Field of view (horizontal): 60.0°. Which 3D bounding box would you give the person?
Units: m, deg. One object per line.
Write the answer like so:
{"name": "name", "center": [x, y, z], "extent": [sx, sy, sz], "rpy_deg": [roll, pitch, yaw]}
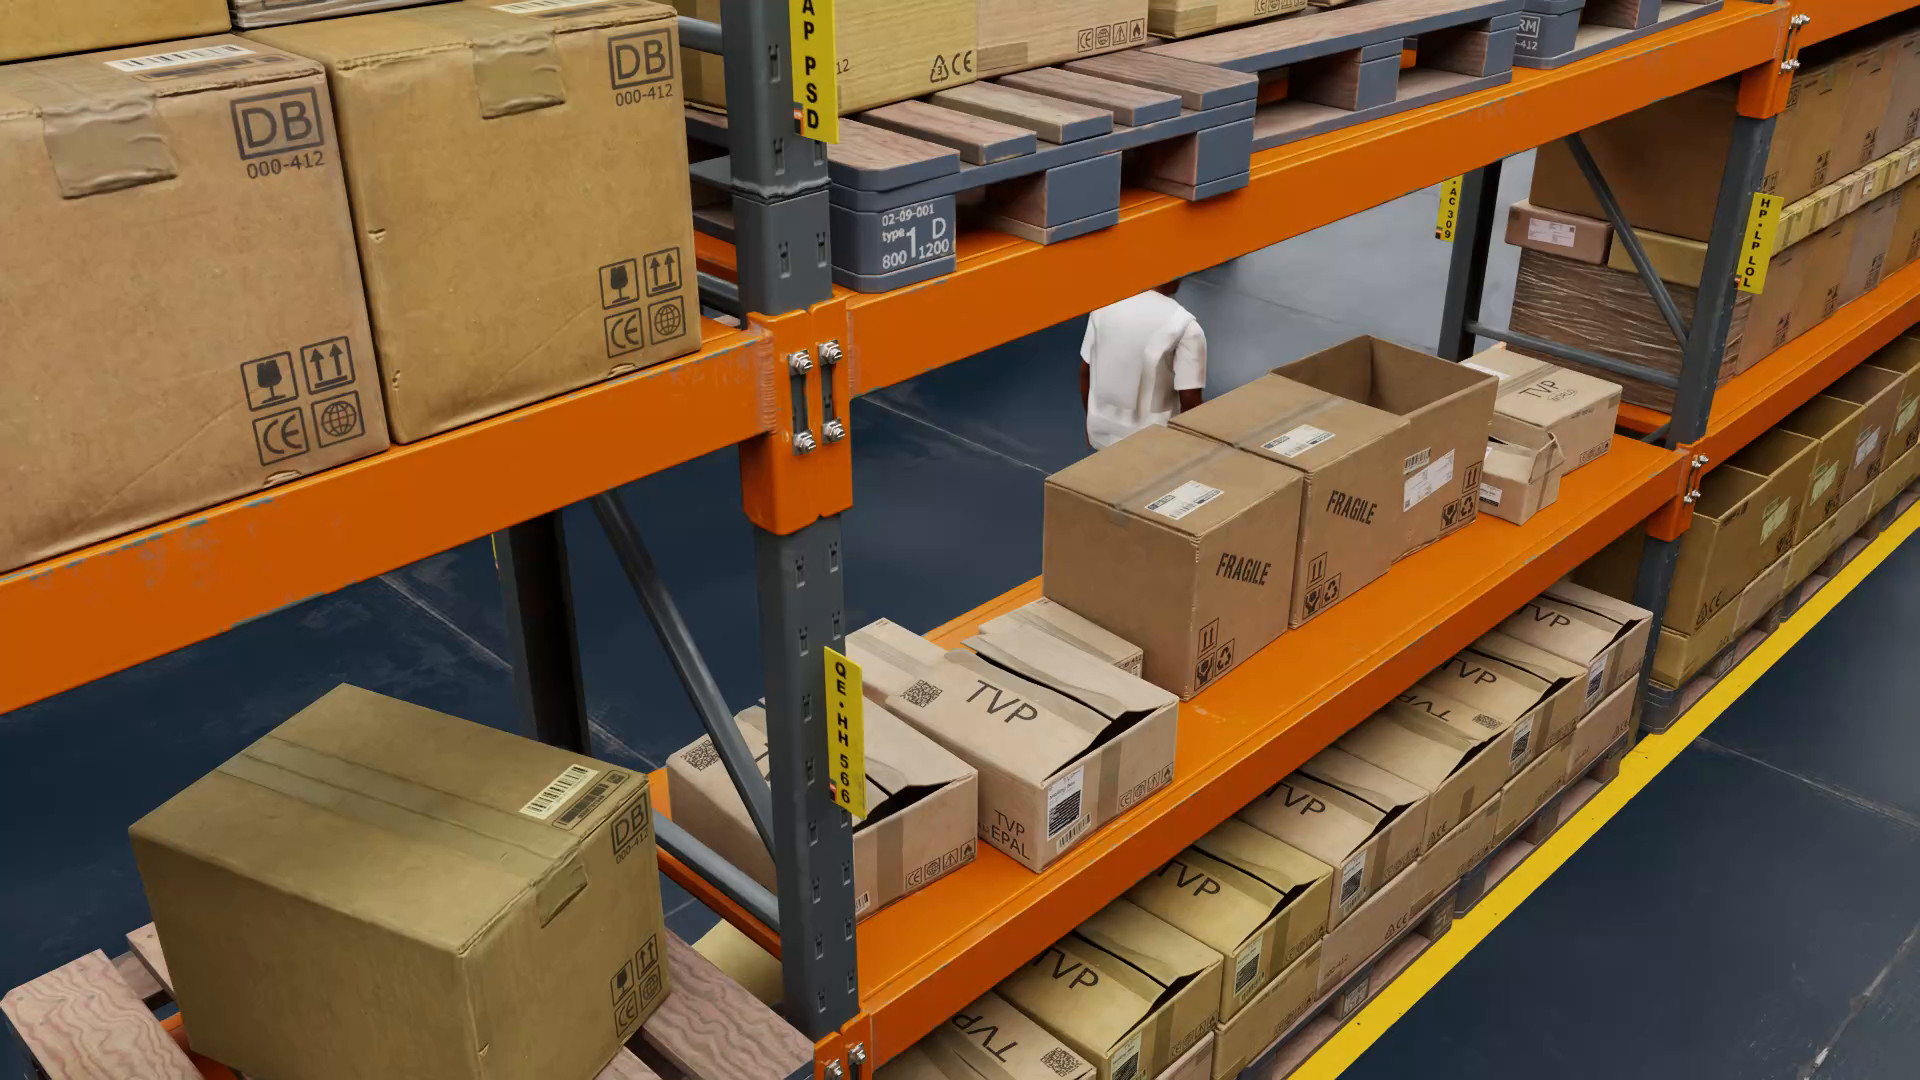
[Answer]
{"name": "person", "center": [0.777, -0.432, 6.931], "extent": [0.634, 1.757, 0.463], "rpy_deg": [24, 36, 38]}
